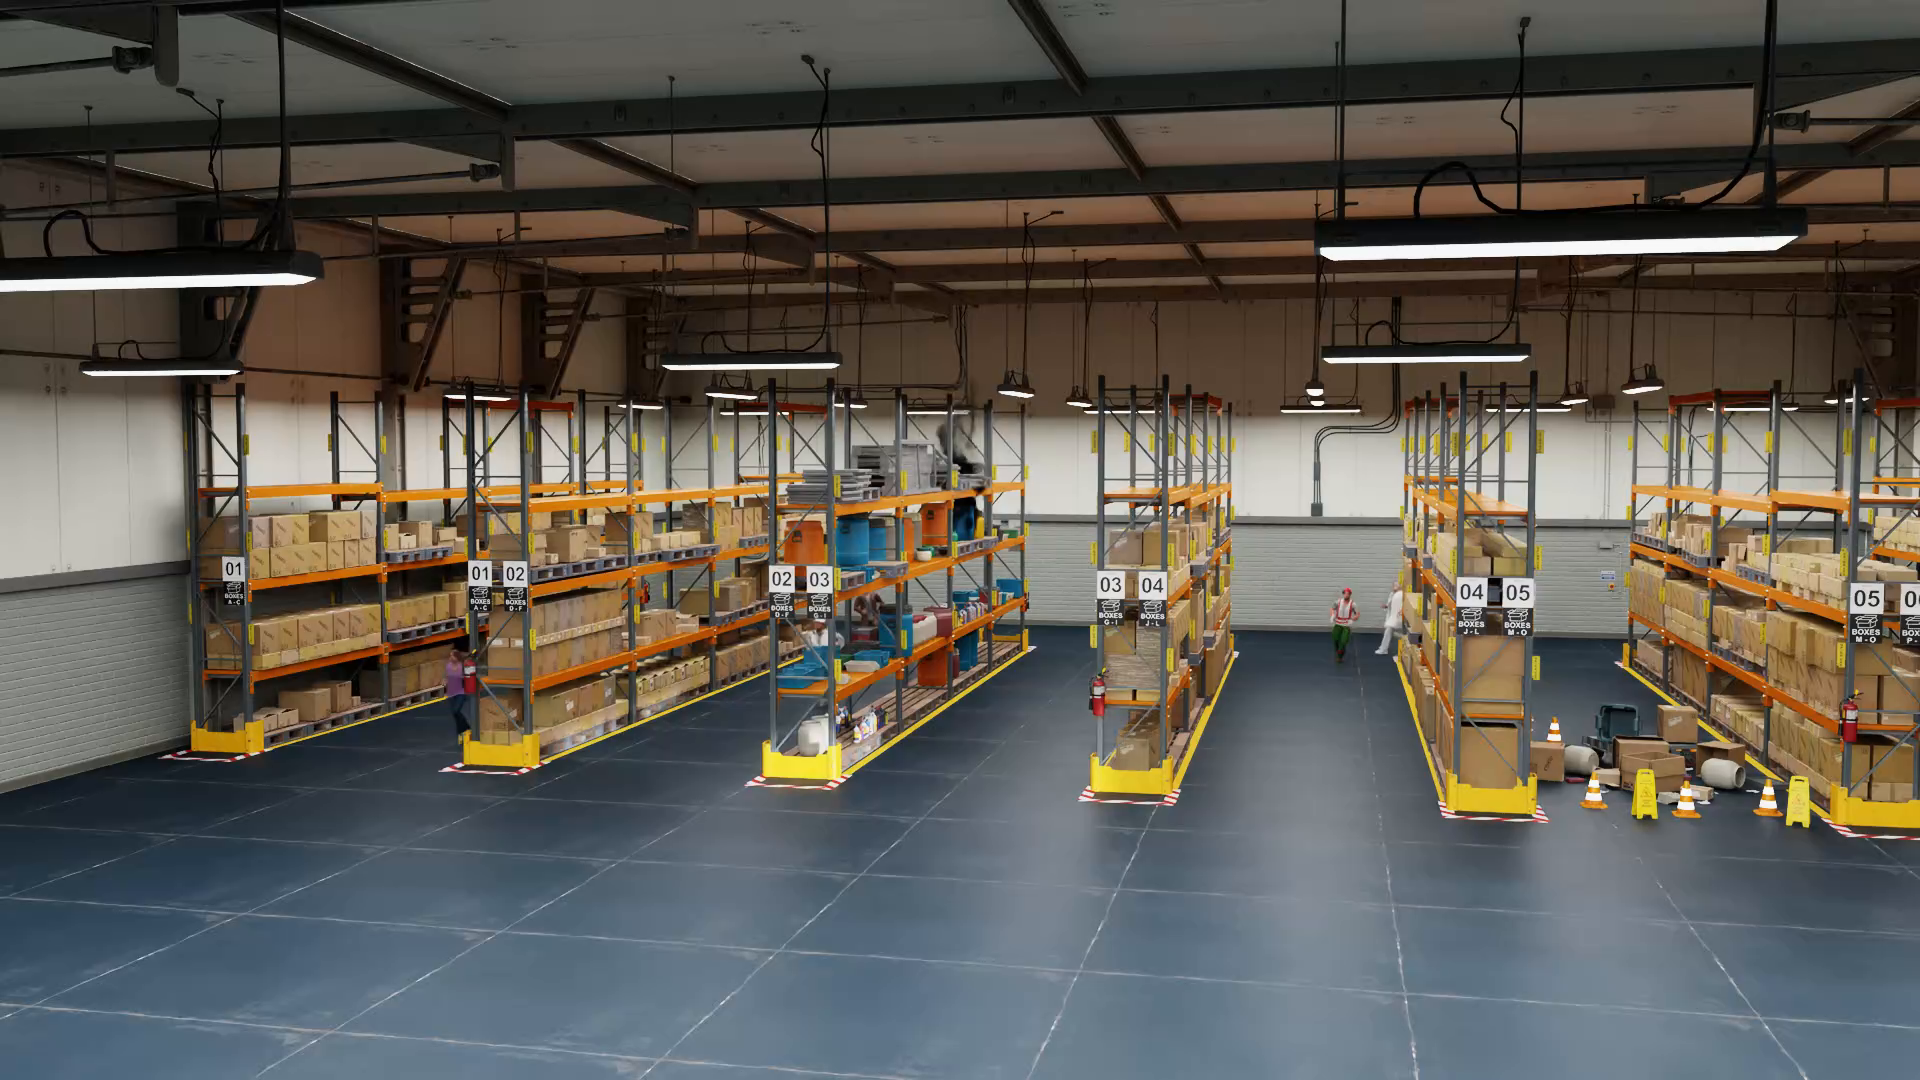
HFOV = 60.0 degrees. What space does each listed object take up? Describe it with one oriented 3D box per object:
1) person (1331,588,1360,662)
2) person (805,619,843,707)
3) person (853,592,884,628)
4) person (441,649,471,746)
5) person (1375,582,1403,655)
[{"bbox_3d":[8.837,1.963,38.194,0.683,1.739,0.589,1,4,22],"label":"person"},{"bbox_3d":[-2.618,2.302,31.714,0.683,1.754,0.801,1,3,18],"label":"person"},{"bbox_3d":[-2.186,1.891,39.881,0.738,1.716,0.779,0,3,-3],"label":"person"},{"bbox_3d":[-8.409,2.619,27.841,0.521,1.597,0.717,1,3,13],"label":"person"},{"bbox_3d":[10.338,1.861,39.729,1.031,1.730,0.726,-1,3,-18],"label":"person"}]
